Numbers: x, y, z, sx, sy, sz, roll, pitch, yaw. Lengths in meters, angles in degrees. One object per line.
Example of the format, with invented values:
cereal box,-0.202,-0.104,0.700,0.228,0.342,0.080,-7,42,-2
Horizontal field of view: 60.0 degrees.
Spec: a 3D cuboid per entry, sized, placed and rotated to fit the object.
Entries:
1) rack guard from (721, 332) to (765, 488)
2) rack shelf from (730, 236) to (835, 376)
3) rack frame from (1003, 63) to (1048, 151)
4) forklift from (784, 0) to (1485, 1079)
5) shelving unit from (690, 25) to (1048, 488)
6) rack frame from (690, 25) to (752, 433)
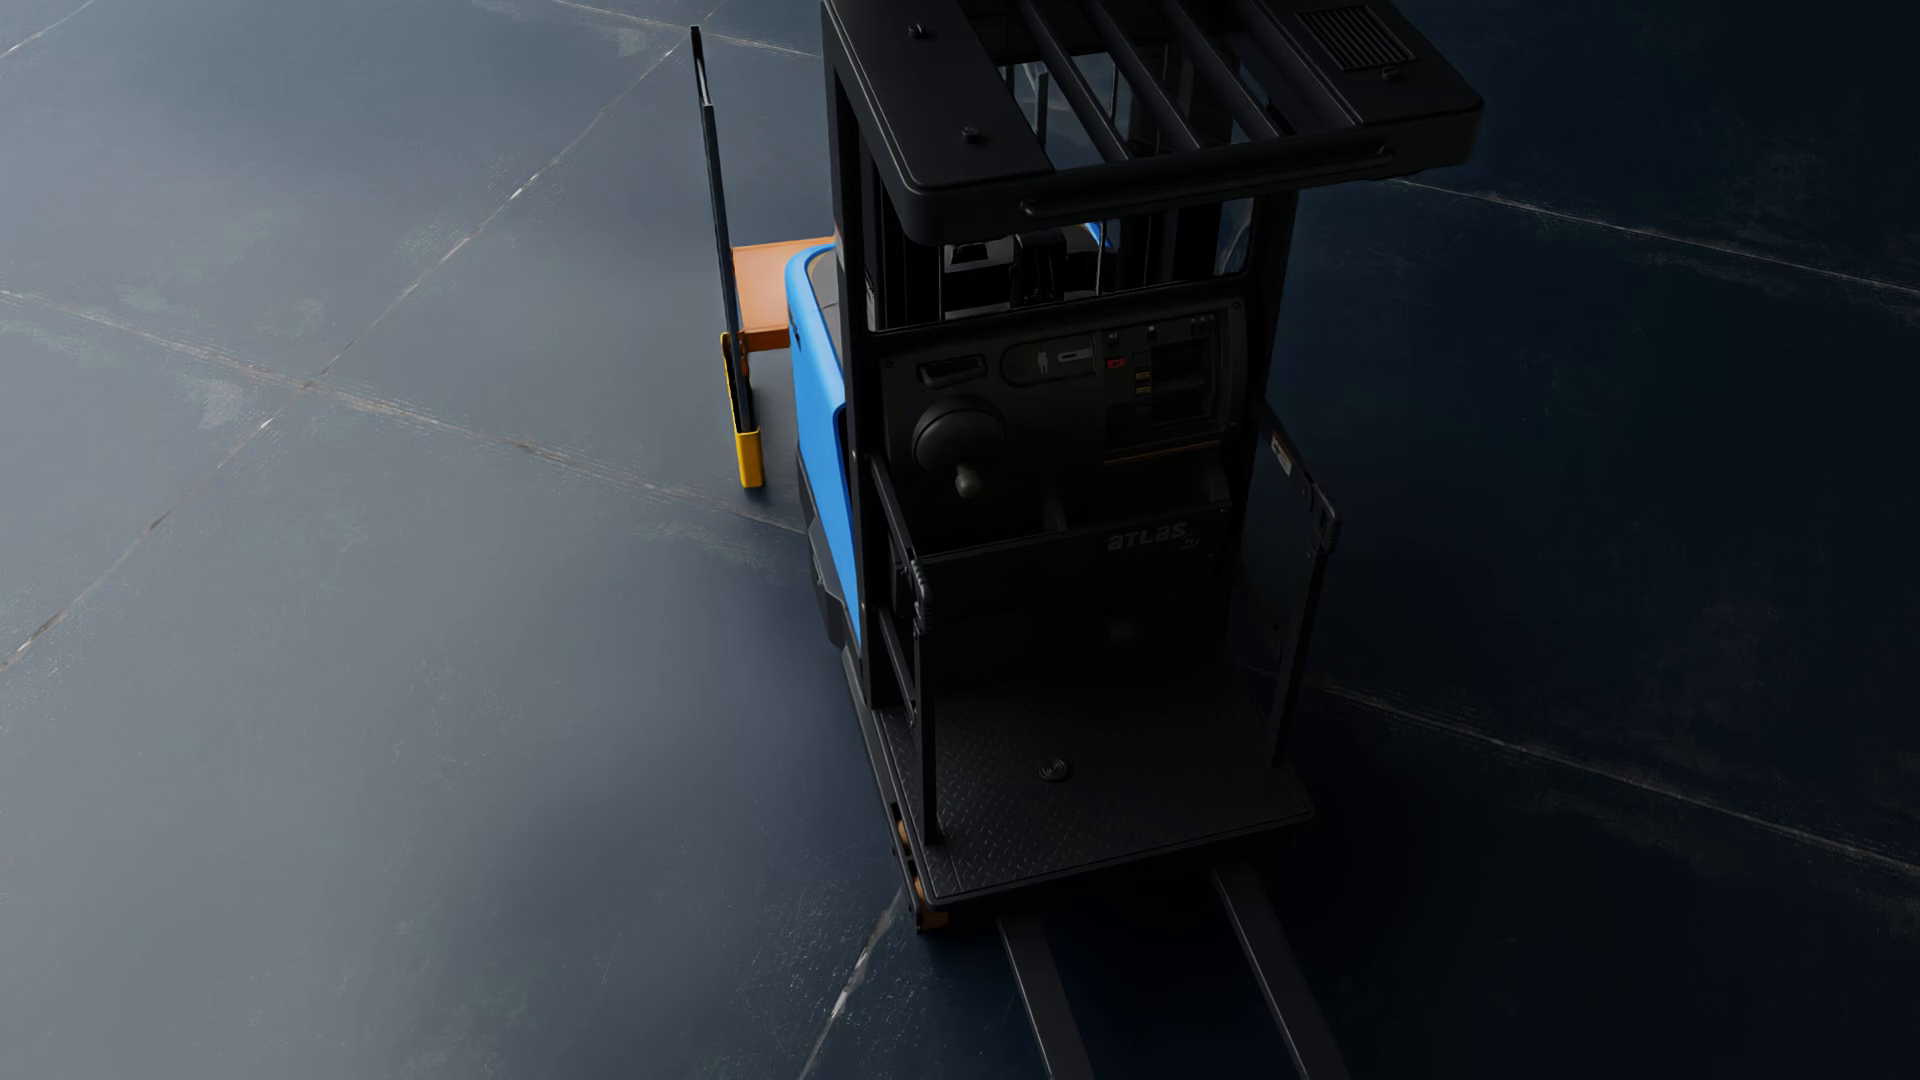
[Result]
rack guard,-0.791,-0.482,6.057,0.087,0.250,0.587,-8,45,-8
rack shelf,-0.293,-0.866,5.812,1.000,0.185,0.538,-8,45,-8
rack frame,0.206,-1.062,5.754,0.032,1.500,0.500,-8,45,-8
forklift,0.322,-0.262,3.936,1.130,2.935,3.031,-11,46,-11
shelving unit,-0.302,-0.992,5.684,1.083,1.500,0.587,-8,45,-8
rack frame,-0.792,-0.925,5.616,0.032,1.500,0.500,-8,45,-8
